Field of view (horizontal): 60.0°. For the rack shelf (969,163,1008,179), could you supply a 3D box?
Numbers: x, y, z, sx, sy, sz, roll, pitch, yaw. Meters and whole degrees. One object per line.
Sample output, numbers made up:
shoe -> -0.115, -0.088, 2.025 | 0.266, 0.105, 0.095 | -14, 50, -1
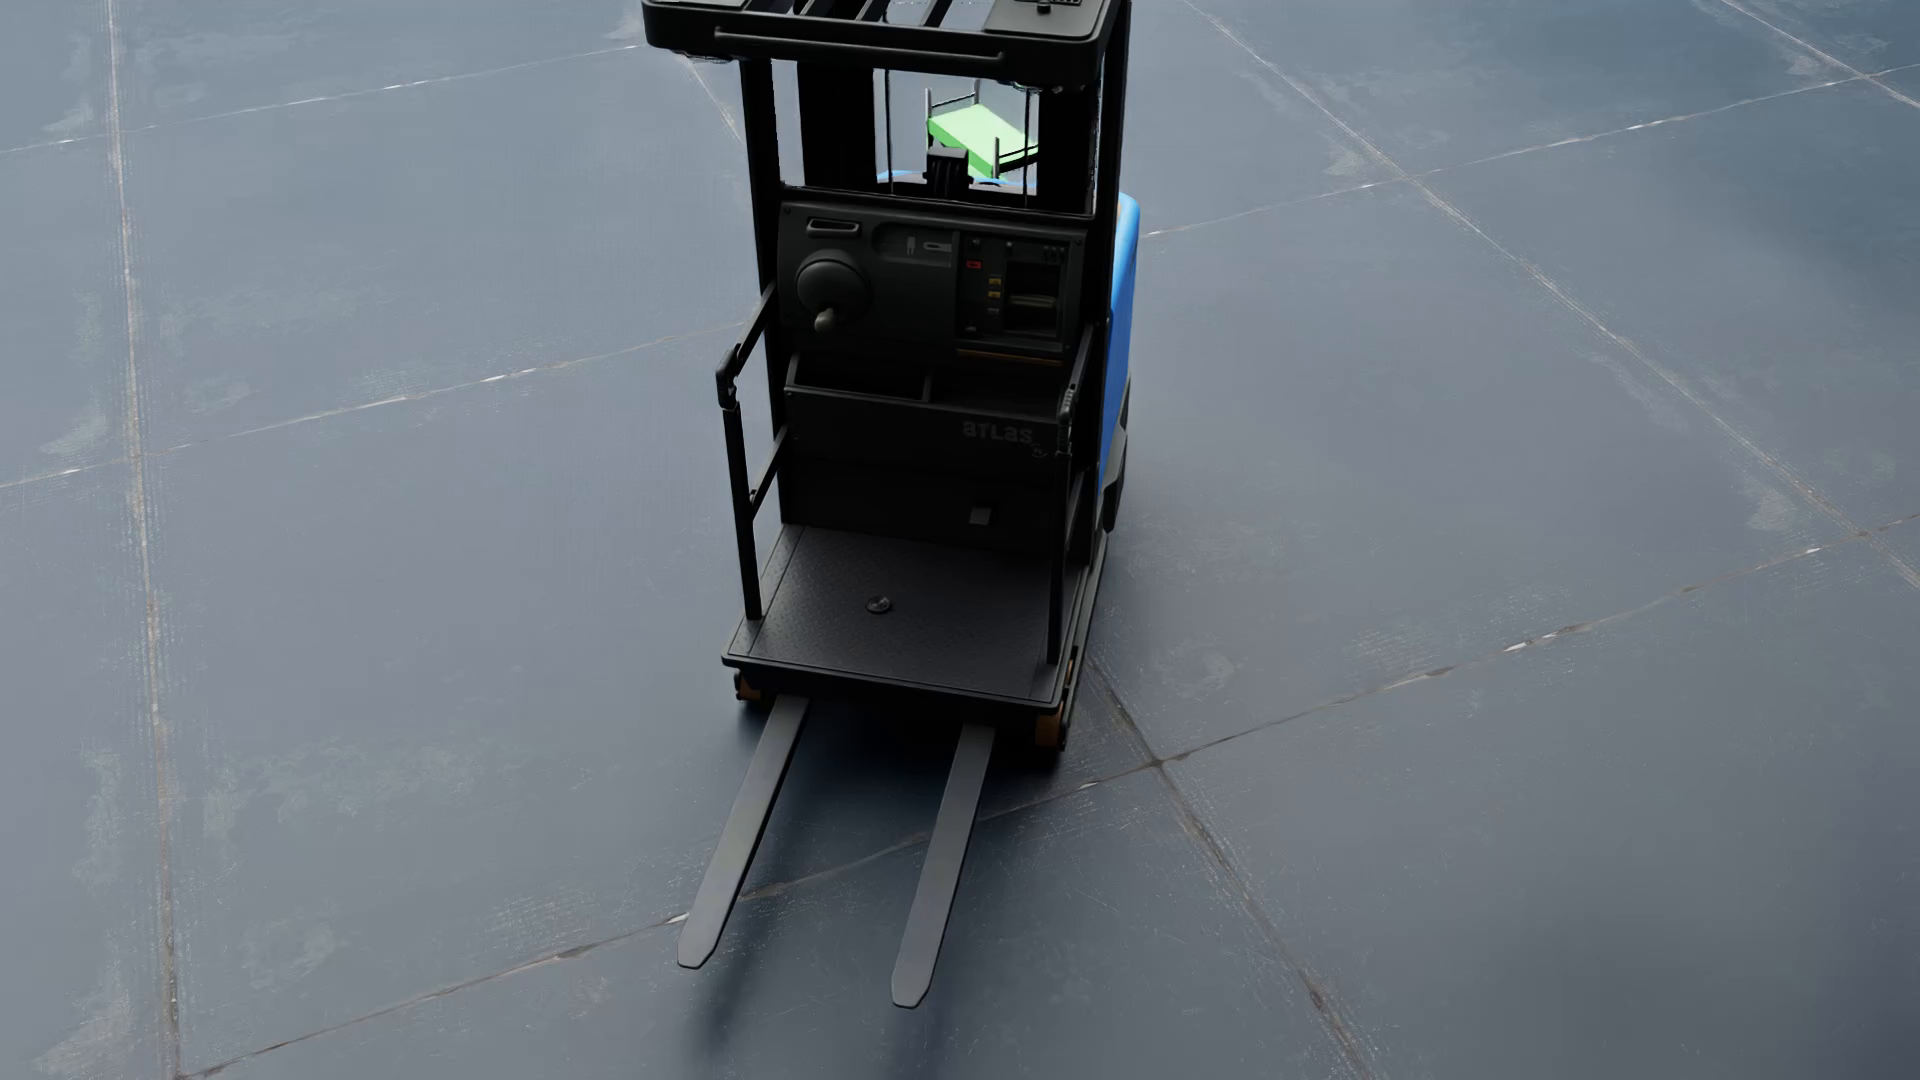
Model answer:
rack shelf -> 0.102, -1.341, 6.619 | 0.258, 0.148, 0.480 | -22, 45, -24

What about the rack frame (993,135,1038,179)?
rack frame -> 0.230, -1.072, 6.577 | 0.240, 1.200, 0.015 | -22, 45, -24

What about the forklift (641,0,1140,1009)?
forklift -> -0.134, -0.698, 4.814 | 1.130, 2.935, 3.031 | 8, 41, 9

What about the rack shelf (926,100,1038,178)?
rack shelf -> 0.102, -1.523, 6.463 | 0.258, 0.148, 0.480 | -22, 45, -24

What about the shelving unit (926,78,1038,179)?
shelving unit -> 0.102, -1.208, 6.734 | 0.258, 1.200, 0.503 | -22, 45, -24

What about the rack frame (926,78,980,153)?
rack frame -> -0.027, -1.343, 6.891 | 0.240, 1.200, 0.015 | -22, 45, -24
